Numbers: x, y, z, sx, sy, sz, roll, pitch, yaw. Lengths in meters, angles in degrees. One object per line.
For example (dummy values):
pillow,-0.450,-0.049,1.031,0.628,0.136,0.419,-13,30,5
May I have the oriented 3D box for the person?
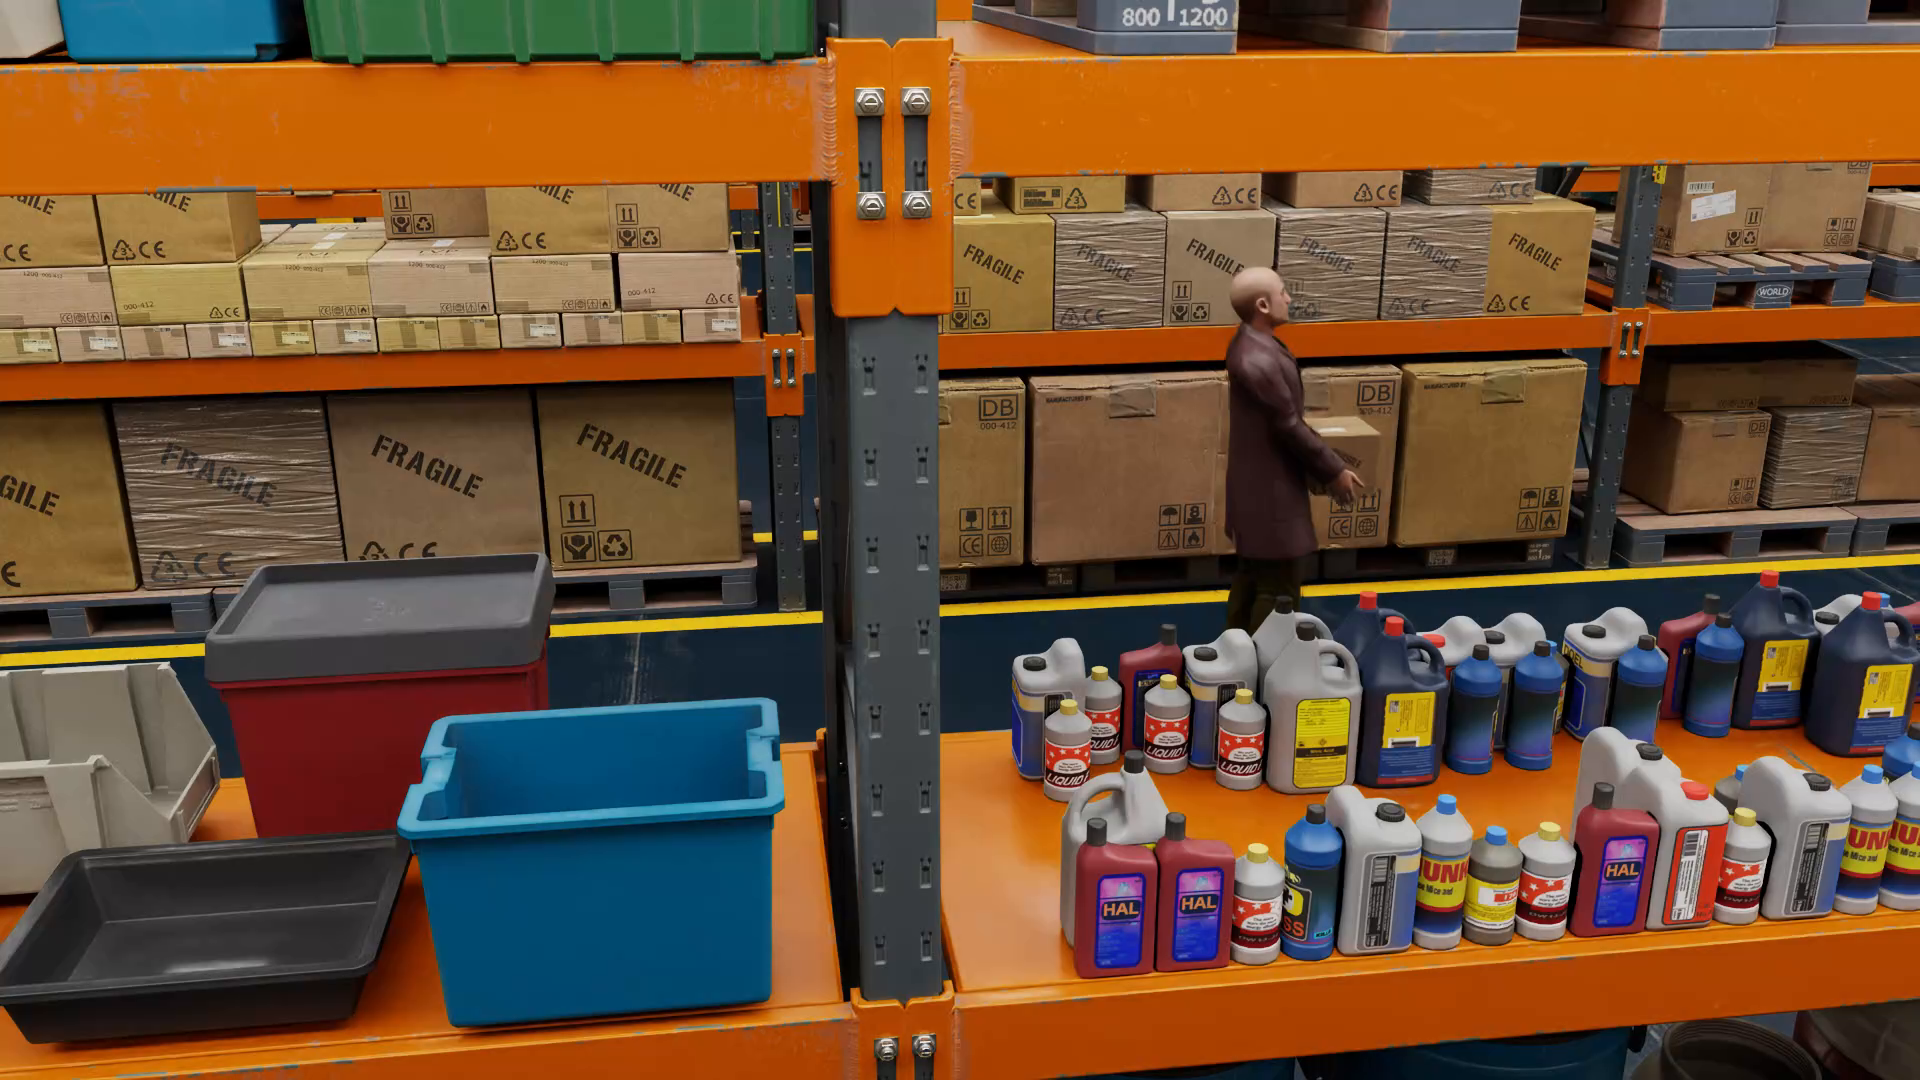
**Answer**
person,1.311,-0.198,6.640,0.550,1.779,0.540,1,20,3
